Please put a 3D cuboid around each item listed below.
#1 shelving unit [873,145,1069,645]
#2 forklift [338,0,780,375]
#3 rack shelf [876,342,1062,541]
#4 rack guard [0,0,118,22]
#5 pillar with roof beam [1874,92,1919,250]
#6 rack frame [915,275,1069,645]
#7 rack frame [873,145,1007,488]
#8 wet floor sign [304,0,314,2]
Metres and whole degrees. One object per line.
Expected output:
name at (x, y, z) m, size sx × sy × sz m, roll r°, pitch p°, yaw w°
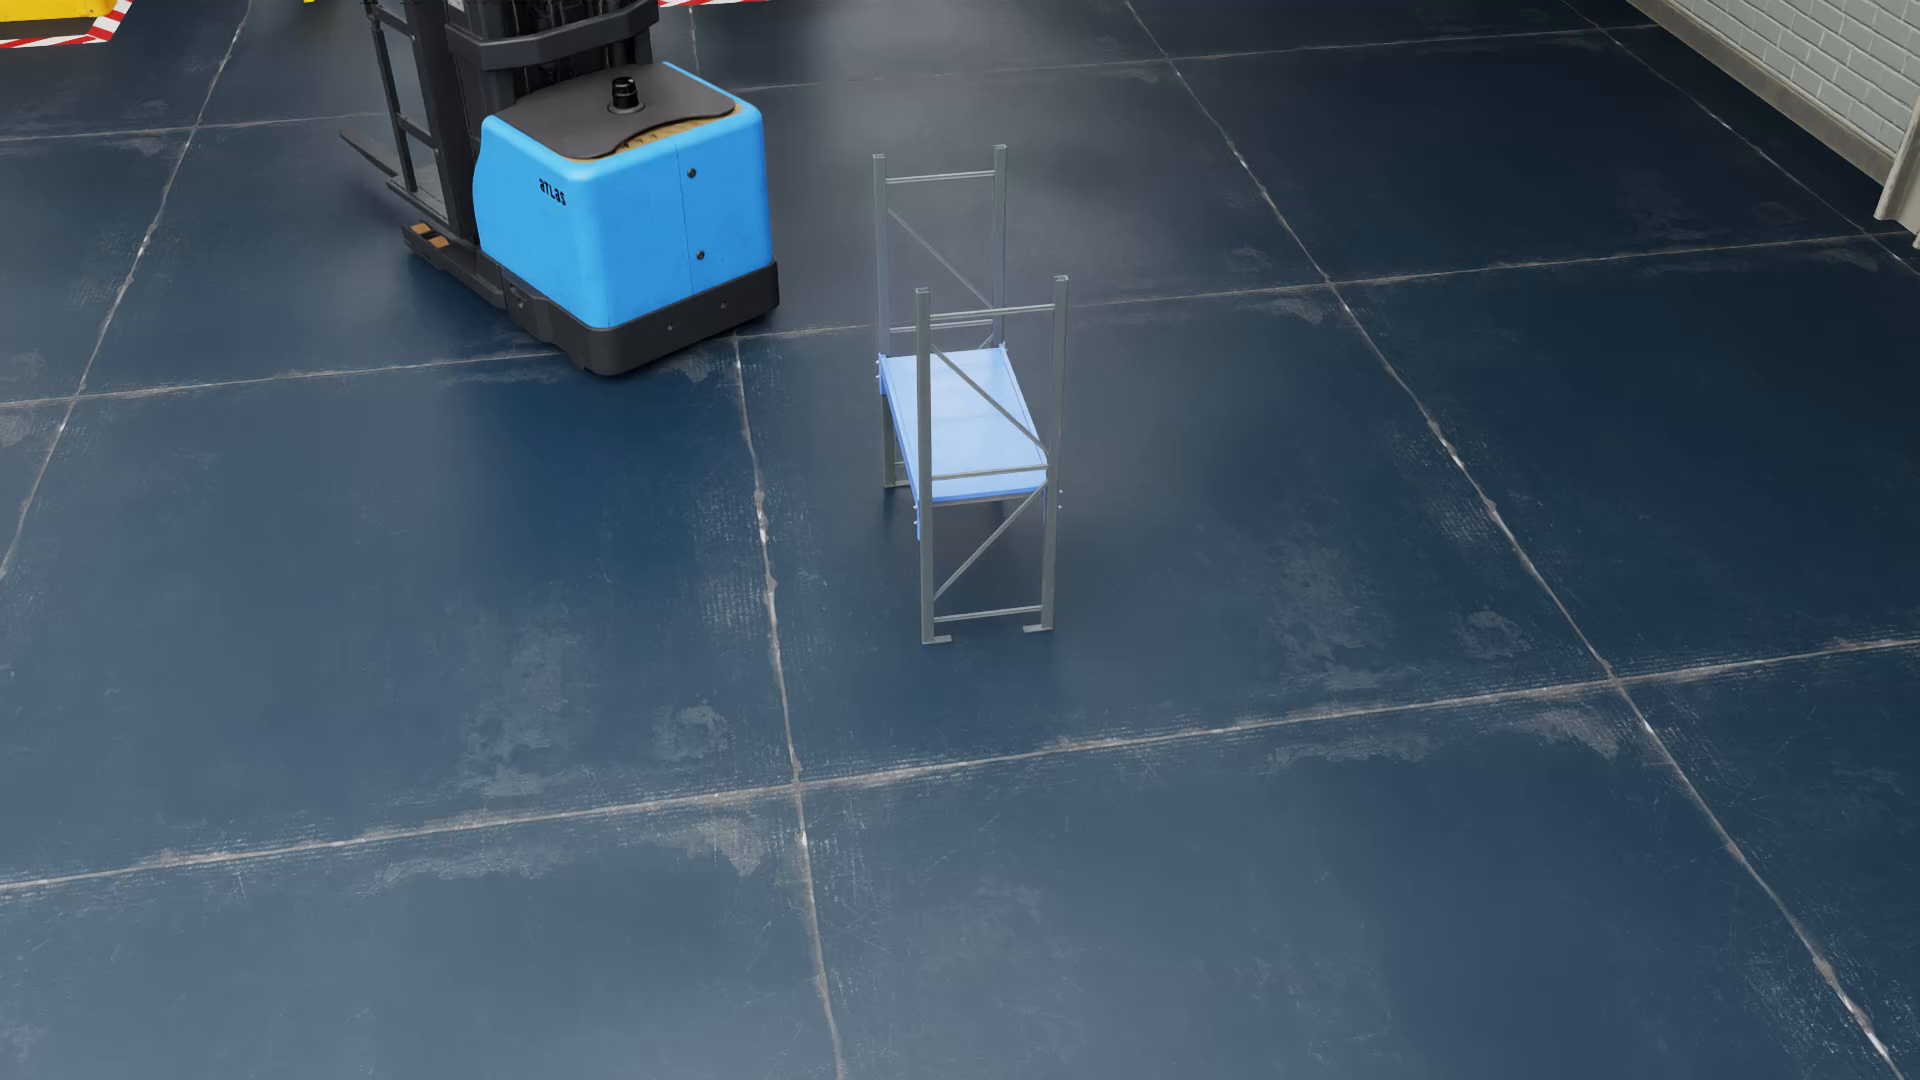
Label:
shelving unit at (0.015, -0.541, 6.224) m, size 0.538 × 1.500 × 1.048 m, roll -6°, pitch 38°, yaw -8°
forklift at (-2.238, -2.732, 7.878) m, size 1.130 × 2.935 × 3.031 m, roll -29°, pitch 46°, yaw -32°
rack shelf at (0.015, -0.399, 6.334) m, size 0.538 × 0.185 × 1.000 m, roll -6°, pitch 38°, yaw -8°
rack guard at (-6.421, -3.816, 11.254) m, size 1.175 × 0.500 × 0.348 m, roll -6°, pitch 38°, yaw -8°
pillar with roof beam at (0.896, -4.746, 5.524) m, size 9.100 × 9.000 × 0.400 m, roll -6°, pitch 38°, yaw -8°
rack frame at (0.104, -0.234, 5.828) m, size 0.500 × 1.500 × 0.032 m, roll -6°, pitch 38°, yaw -8°
rack frame at (-0.074, -0.848, 6.619) m, size 0.500 × 1.500 × 0.032 m, roll -6°, pitch 38°, yaw -8°
wet floor sign at (-4.471, -4.083, 11.480) m, size 0.267 × 0.644 × 0.232 m, roll -13°, pitch 40°, yaw -16°
